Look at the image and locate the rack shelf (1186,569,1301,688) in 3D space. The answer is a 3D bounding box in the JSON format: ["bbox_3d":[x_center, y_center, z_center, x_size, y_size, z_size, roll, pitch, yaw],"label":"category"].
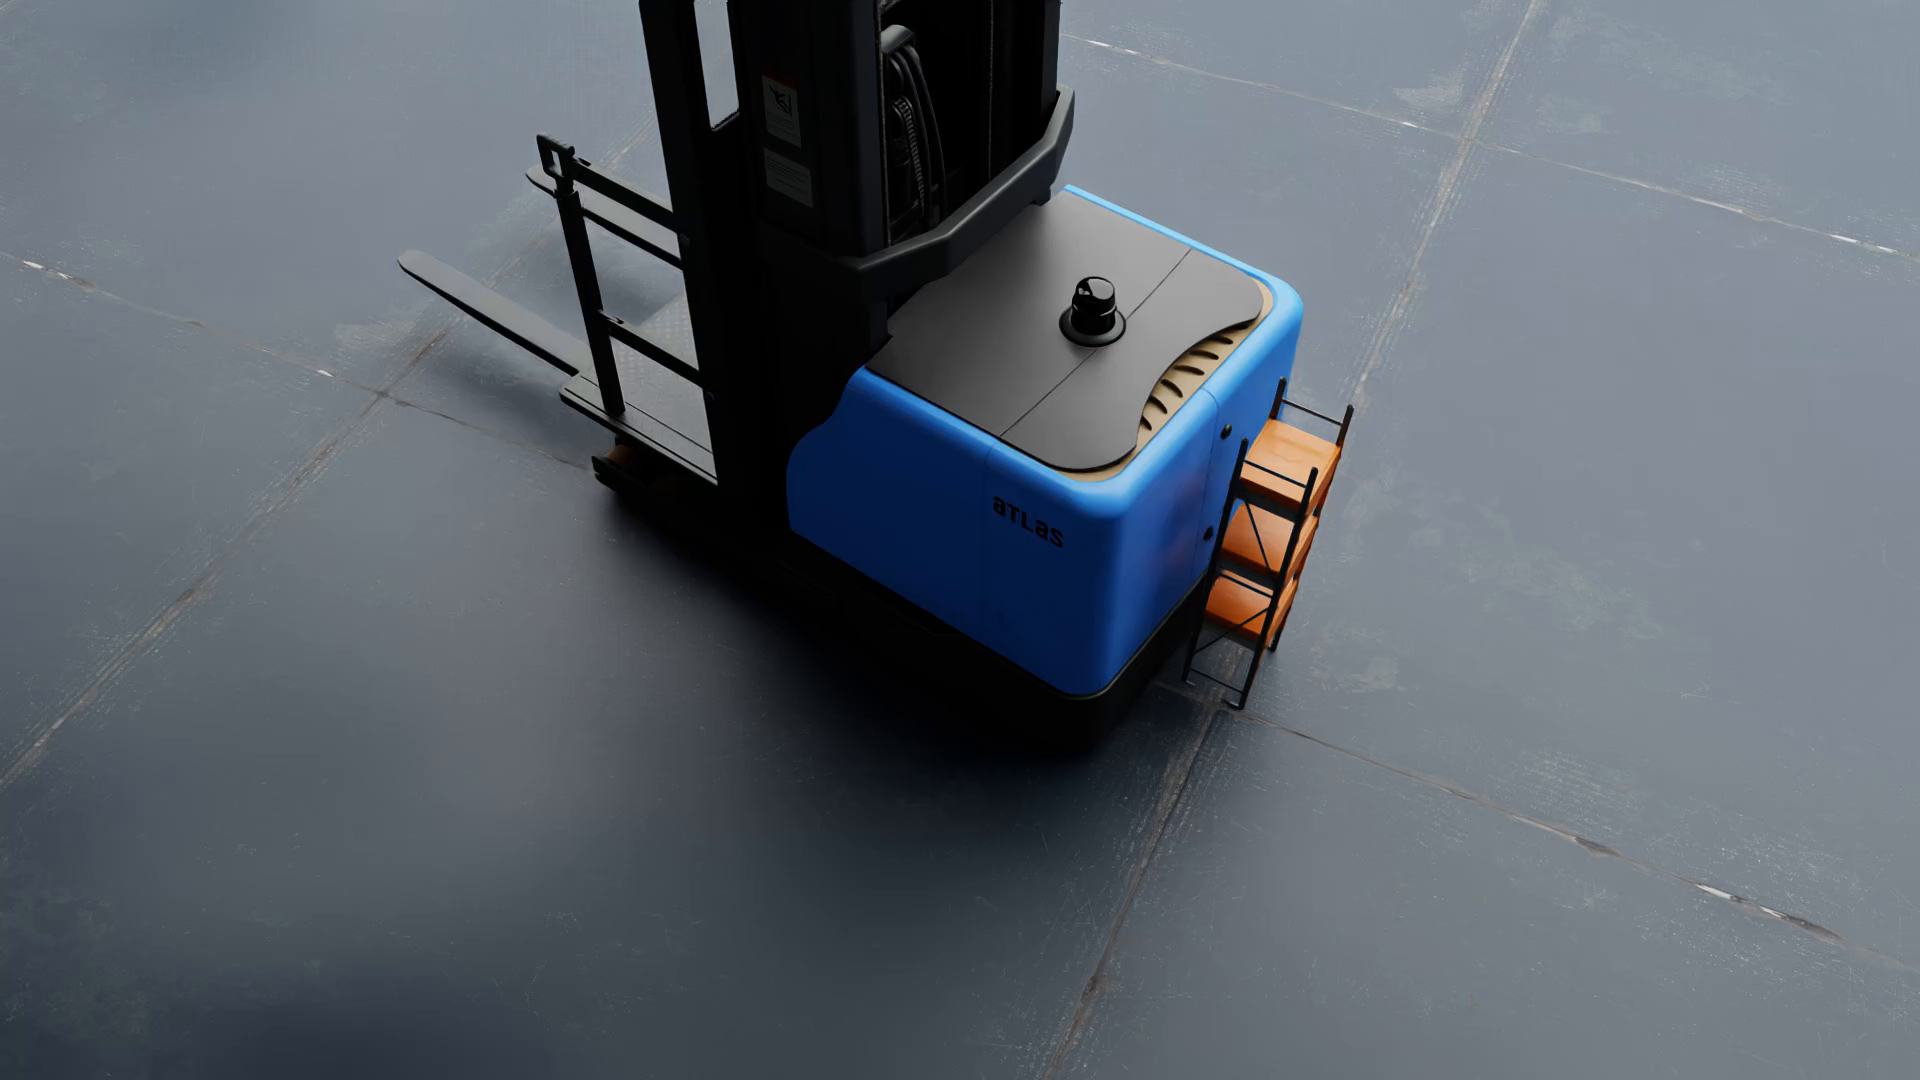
[{"bbox_3d":[0.806,0.222,4.744,0.215,0.259,0.240,25,54,16],"label":"rack shelf"}]

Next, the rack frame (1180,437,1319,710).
[{"bbox_3d":[0.758,0.121,4.451,0.200,1.050,0.008,25,54,16],"label":"rack frame"}]

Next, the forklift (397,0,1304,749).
[{"bbox_3d":[-0.553,-1.296,4.429,3.031,2.935,1.130,30,56,23],"label":"forklift"}]

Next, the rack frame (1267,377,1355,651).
[{"bbox_3d":[0.878,-0.041,4.589,0.200,1.050,0.008,25,54,16],"label":"rack frame"}]

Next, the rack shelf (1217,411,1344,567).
[{"bbox_3d":[0.829,-0.132,4.308,0.215,0.259,0.240,25,54,16],"label":"rack shelf"}]

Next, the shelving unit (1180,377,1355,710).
[{"bbox_3d":[0.818,0.040,4.520,0.215,1.050,0.252,25,54,16],"label":"shelving unit"}]

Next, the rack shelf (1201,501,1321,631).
[{"bbox_3d":[0.817,0.047,4.528,0.215,0.259,0.240,25,54,16],"label":"rack shelf"}]
